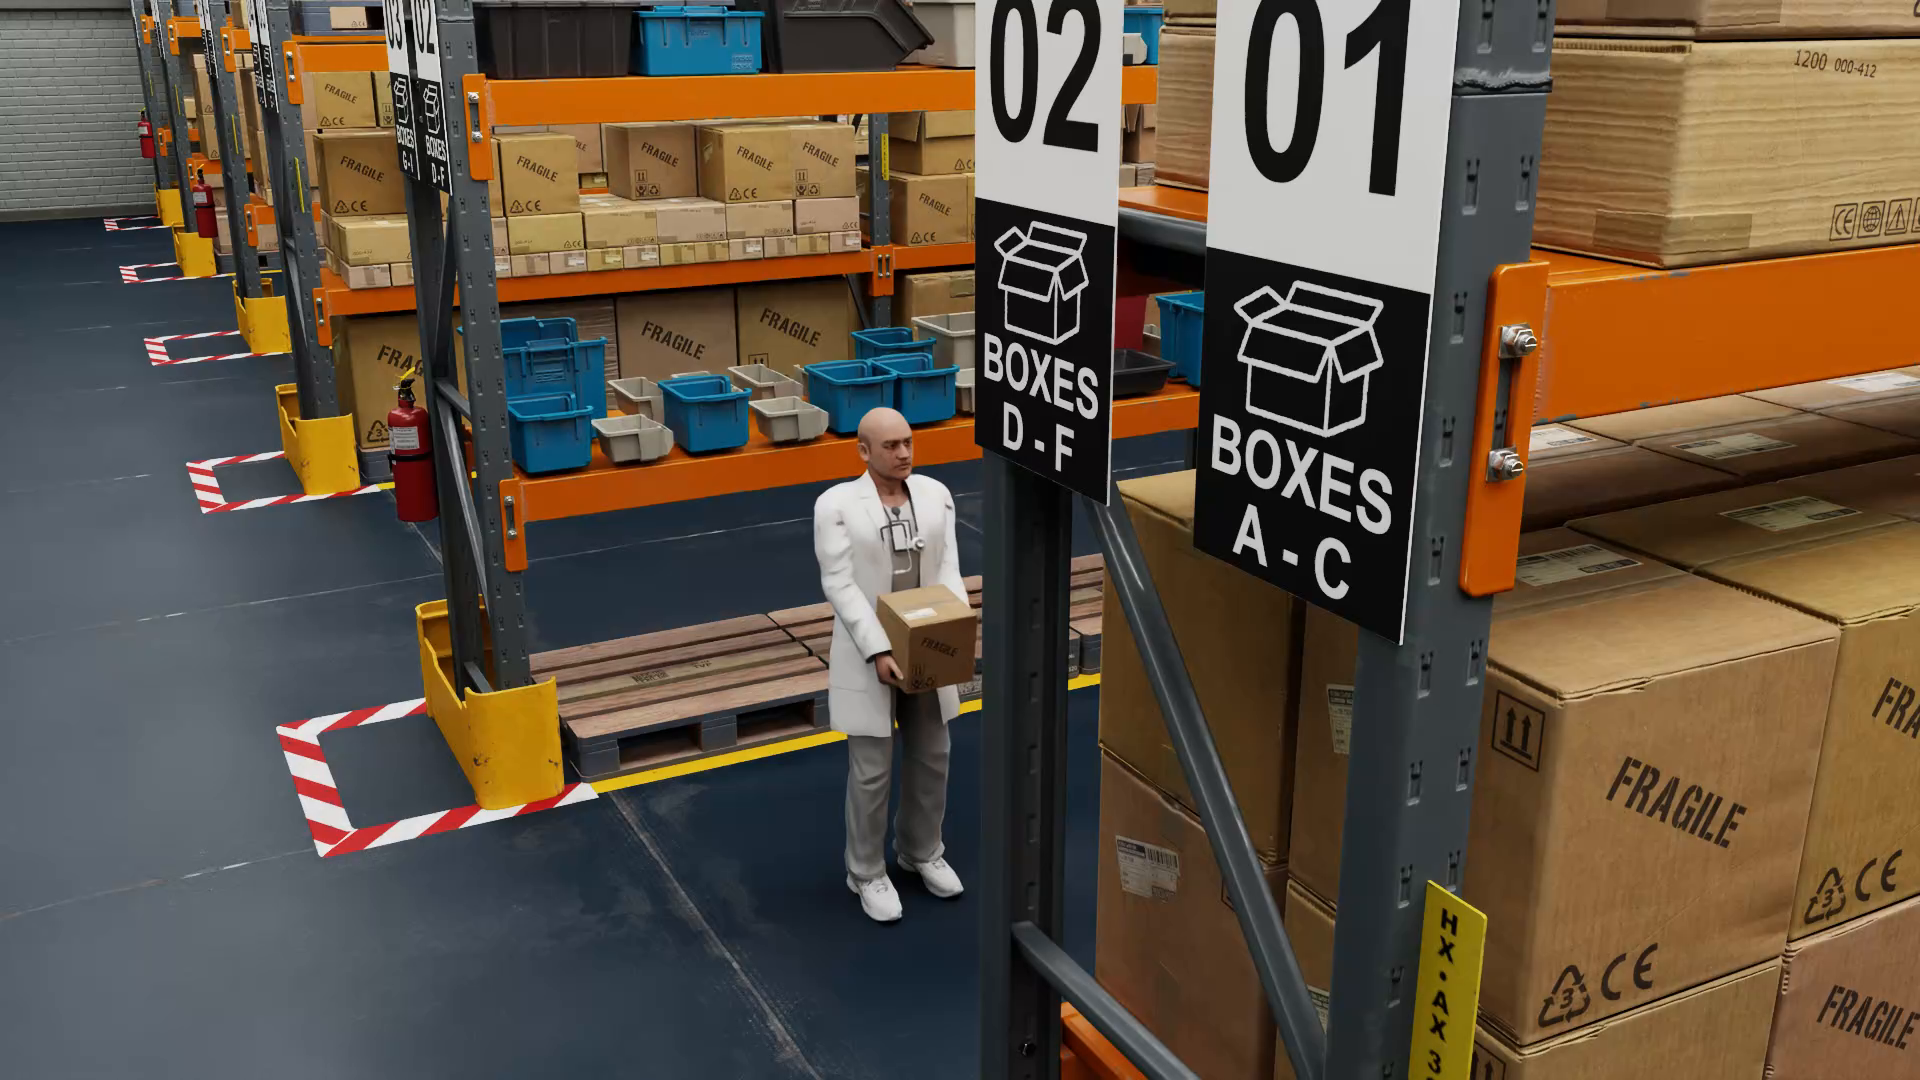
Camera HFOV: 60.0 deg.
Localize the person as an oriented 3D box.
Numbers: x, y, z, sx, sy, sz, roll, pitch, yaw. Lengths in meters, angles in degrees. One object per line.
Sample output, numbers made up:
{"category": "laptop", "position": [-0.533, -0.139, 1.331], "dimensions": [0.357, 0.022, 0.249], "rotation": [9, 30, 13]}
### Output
{"category": "person", "position": [-0.190, 0.445, 5.736], "dimensions": [0.527, 1.775, 0.556], "rotation": [-9, 20, -26]}
